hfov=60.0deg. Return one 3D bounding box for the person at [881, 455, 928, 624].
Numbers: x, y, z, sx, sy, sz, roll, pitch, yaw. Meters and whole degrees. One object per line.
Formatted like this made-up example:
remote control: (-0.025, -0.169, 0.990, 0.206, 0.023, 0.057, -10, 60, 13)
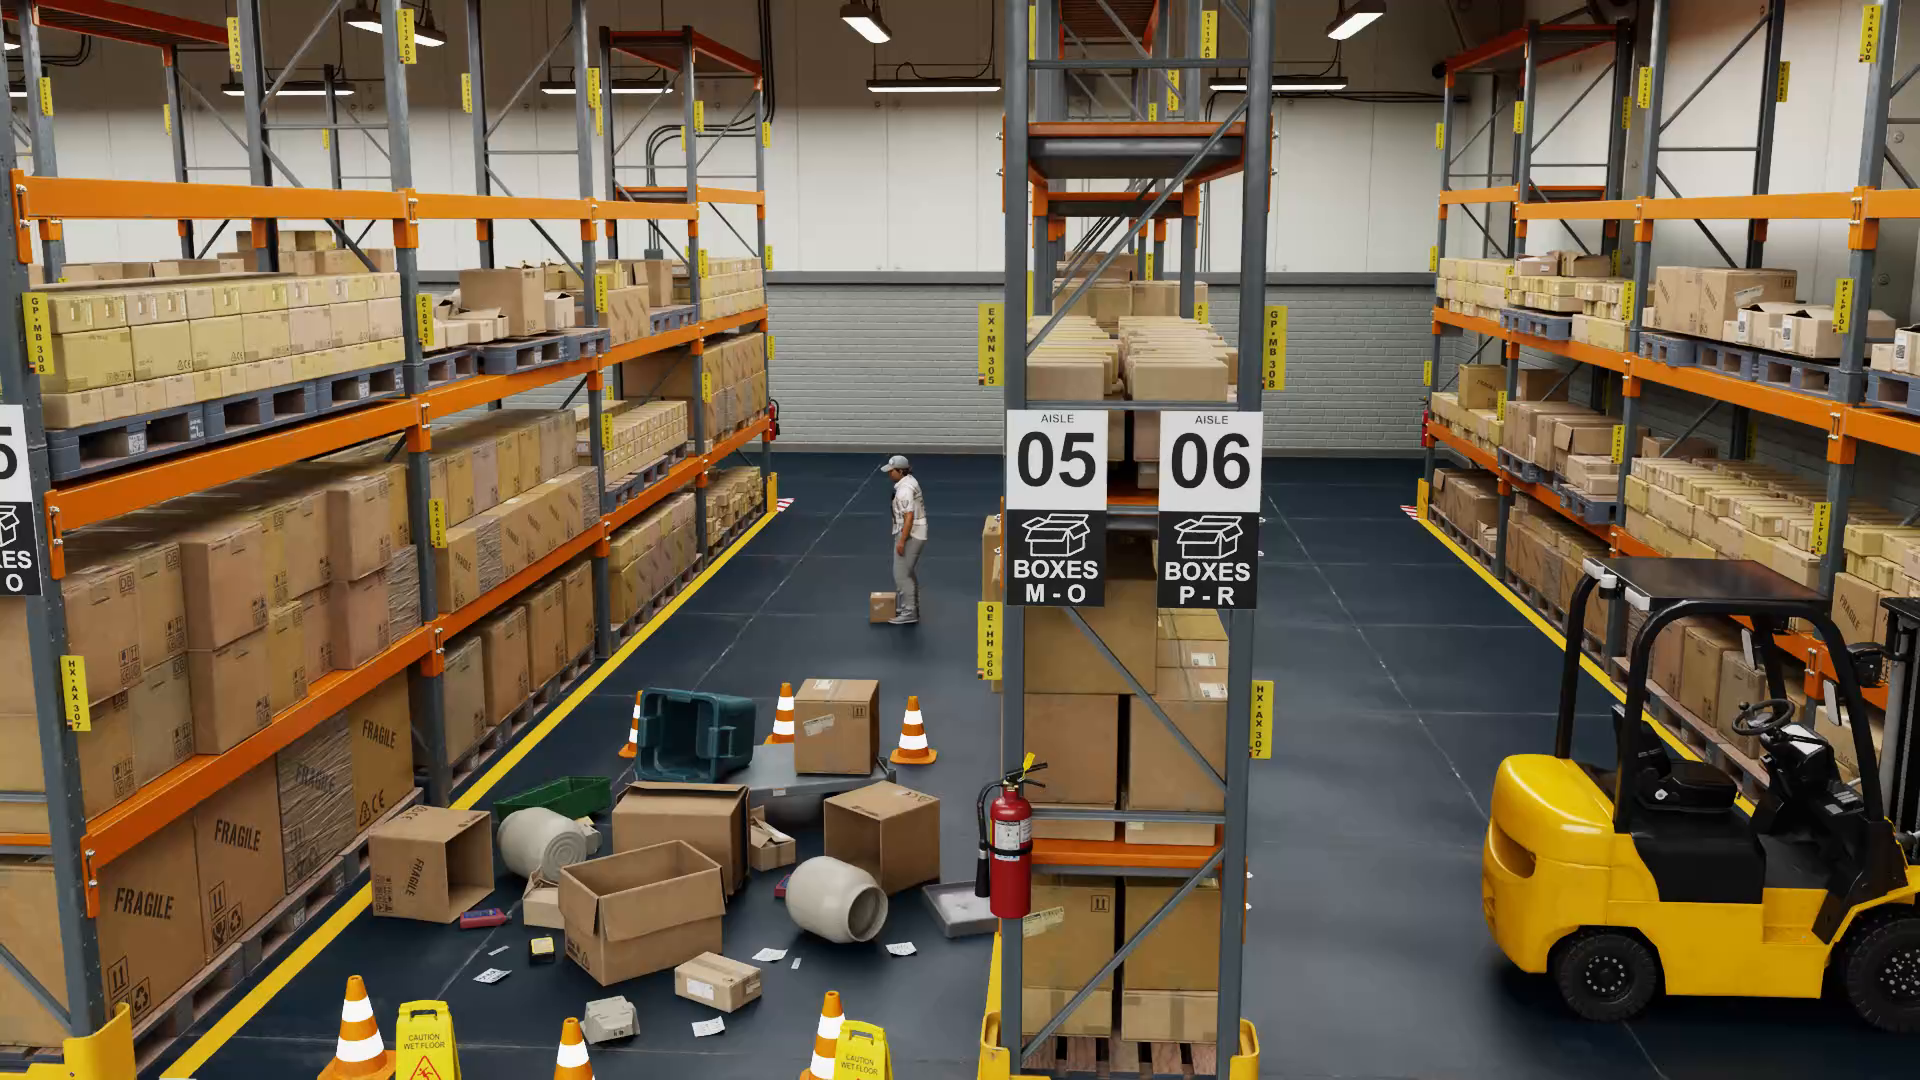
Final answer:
person: (-0.548, -0.018, 16.500, 0.463, 1.667, 0.563, 0, 11, 1)
